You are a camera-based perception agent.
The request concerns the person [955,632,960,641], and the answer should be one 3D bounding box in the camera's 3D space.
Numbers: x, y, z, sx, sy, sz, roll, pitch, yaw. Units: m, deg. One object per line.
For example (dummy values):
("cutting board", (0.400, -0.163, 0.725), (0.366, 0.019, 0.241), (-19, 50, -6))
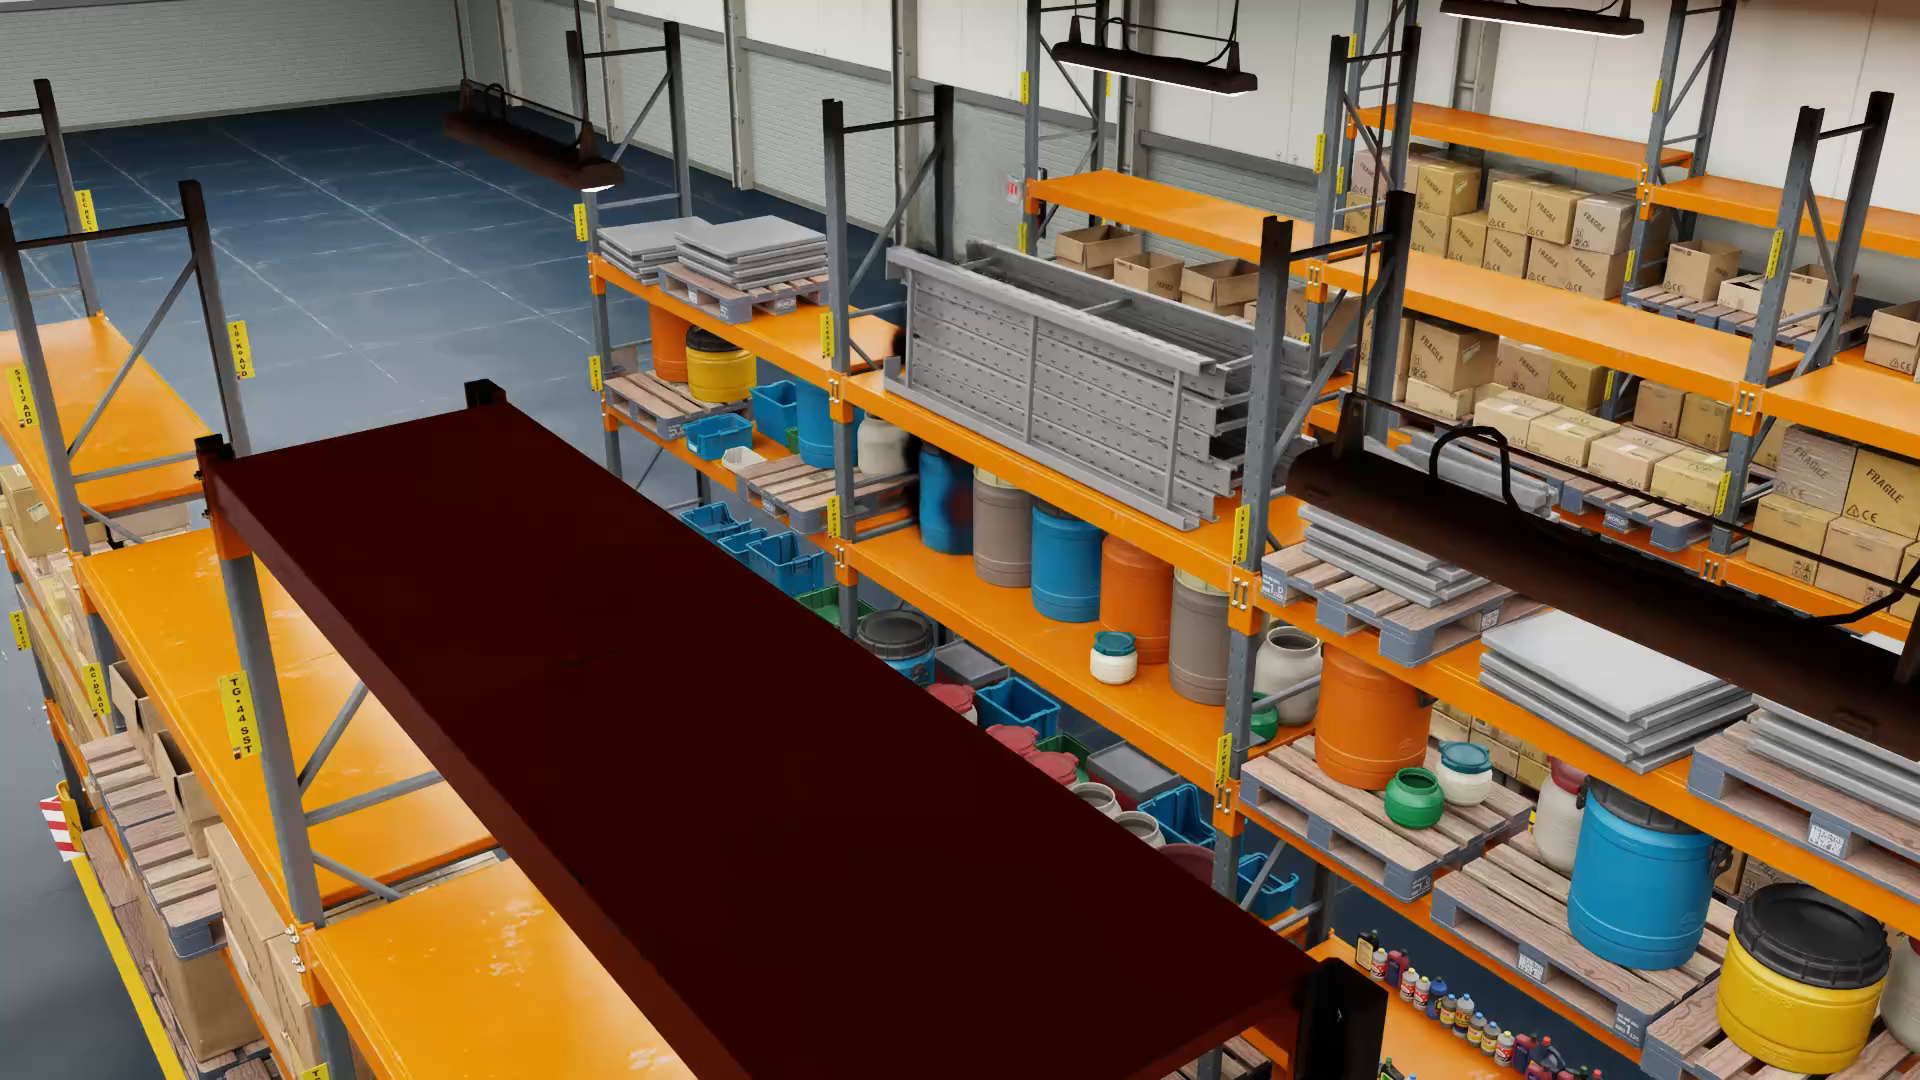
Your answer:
("person", (0.068, 0.549, 15.035), (0.598, 1.726, 0.821), (-17, 30, -32))
